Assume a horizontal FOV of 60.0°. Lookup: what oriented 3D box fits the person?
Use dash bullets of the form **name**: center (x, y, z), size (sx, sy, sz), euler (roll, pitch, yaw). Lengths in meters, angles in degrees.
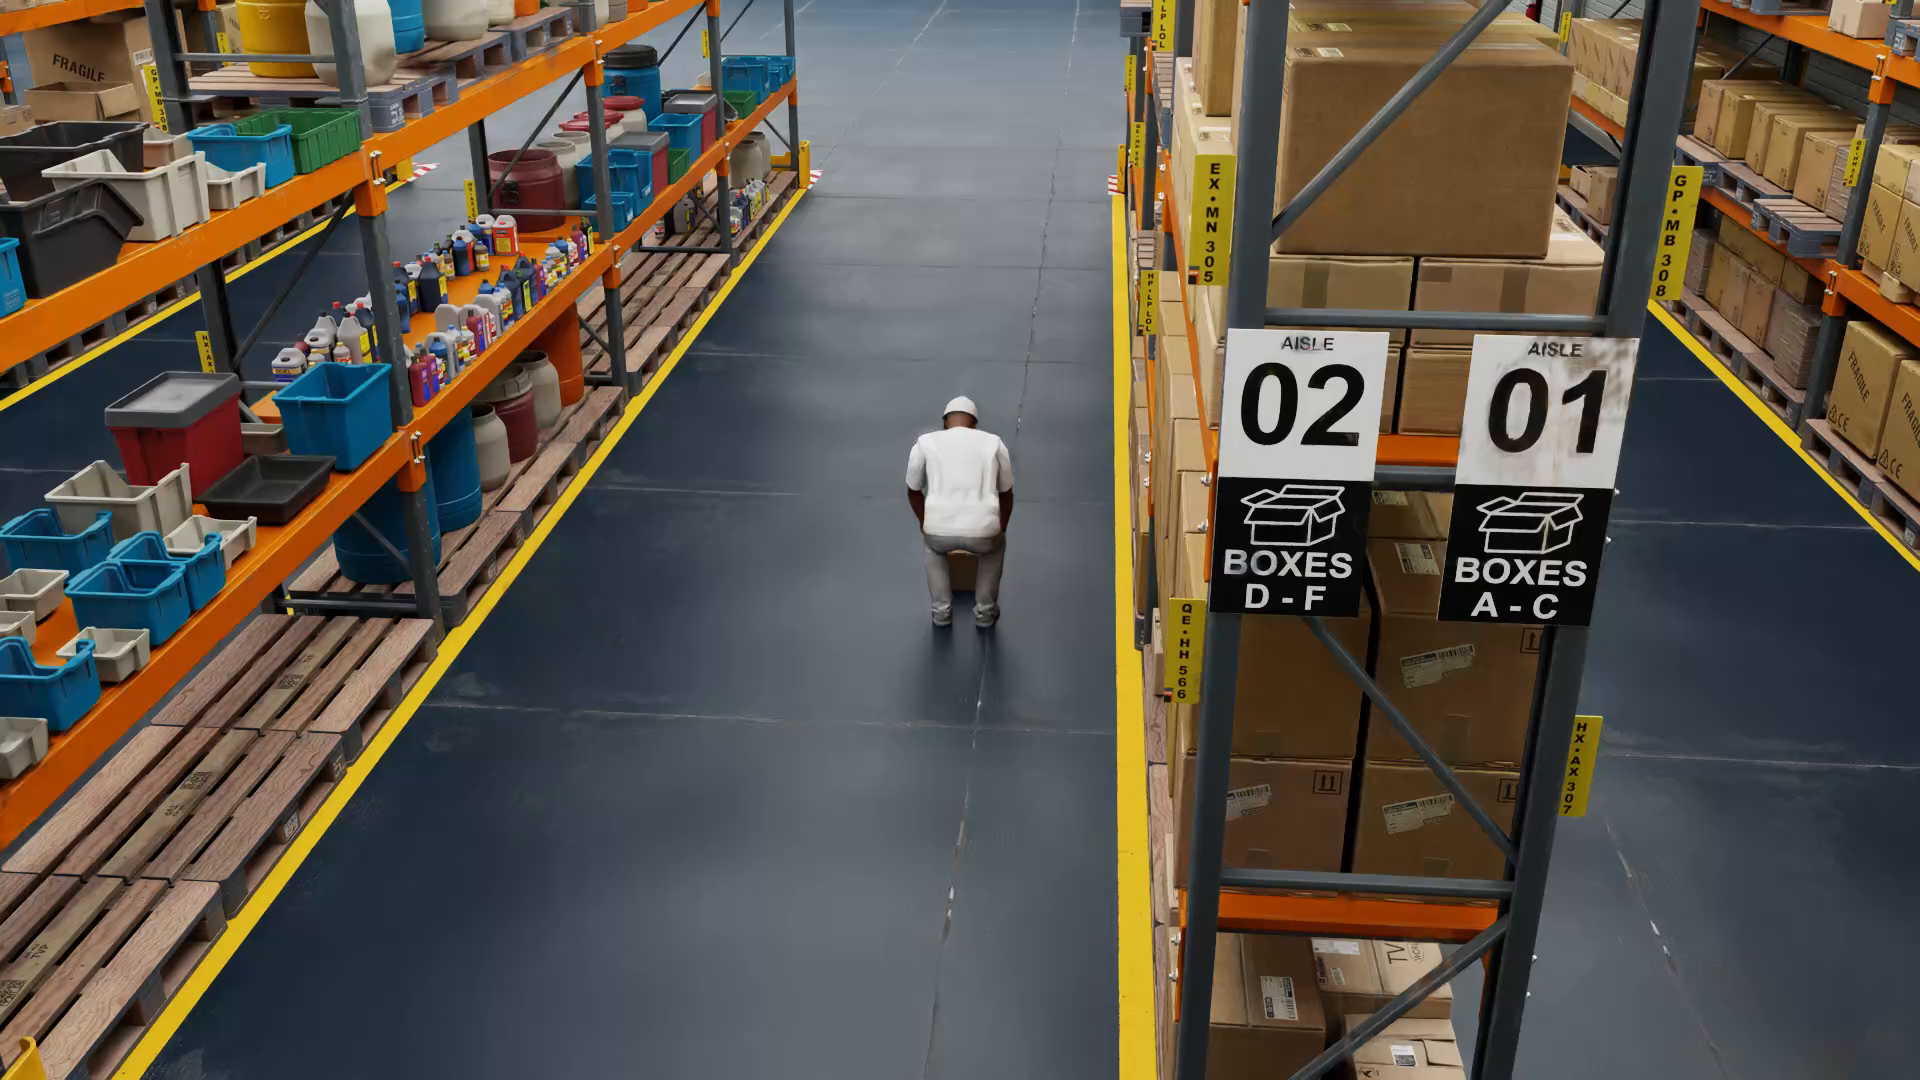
- **person**: center (-0.013, -0.144, 9.552), size (0.622, 1.224, 0.838), euler (2, 24, 5)
